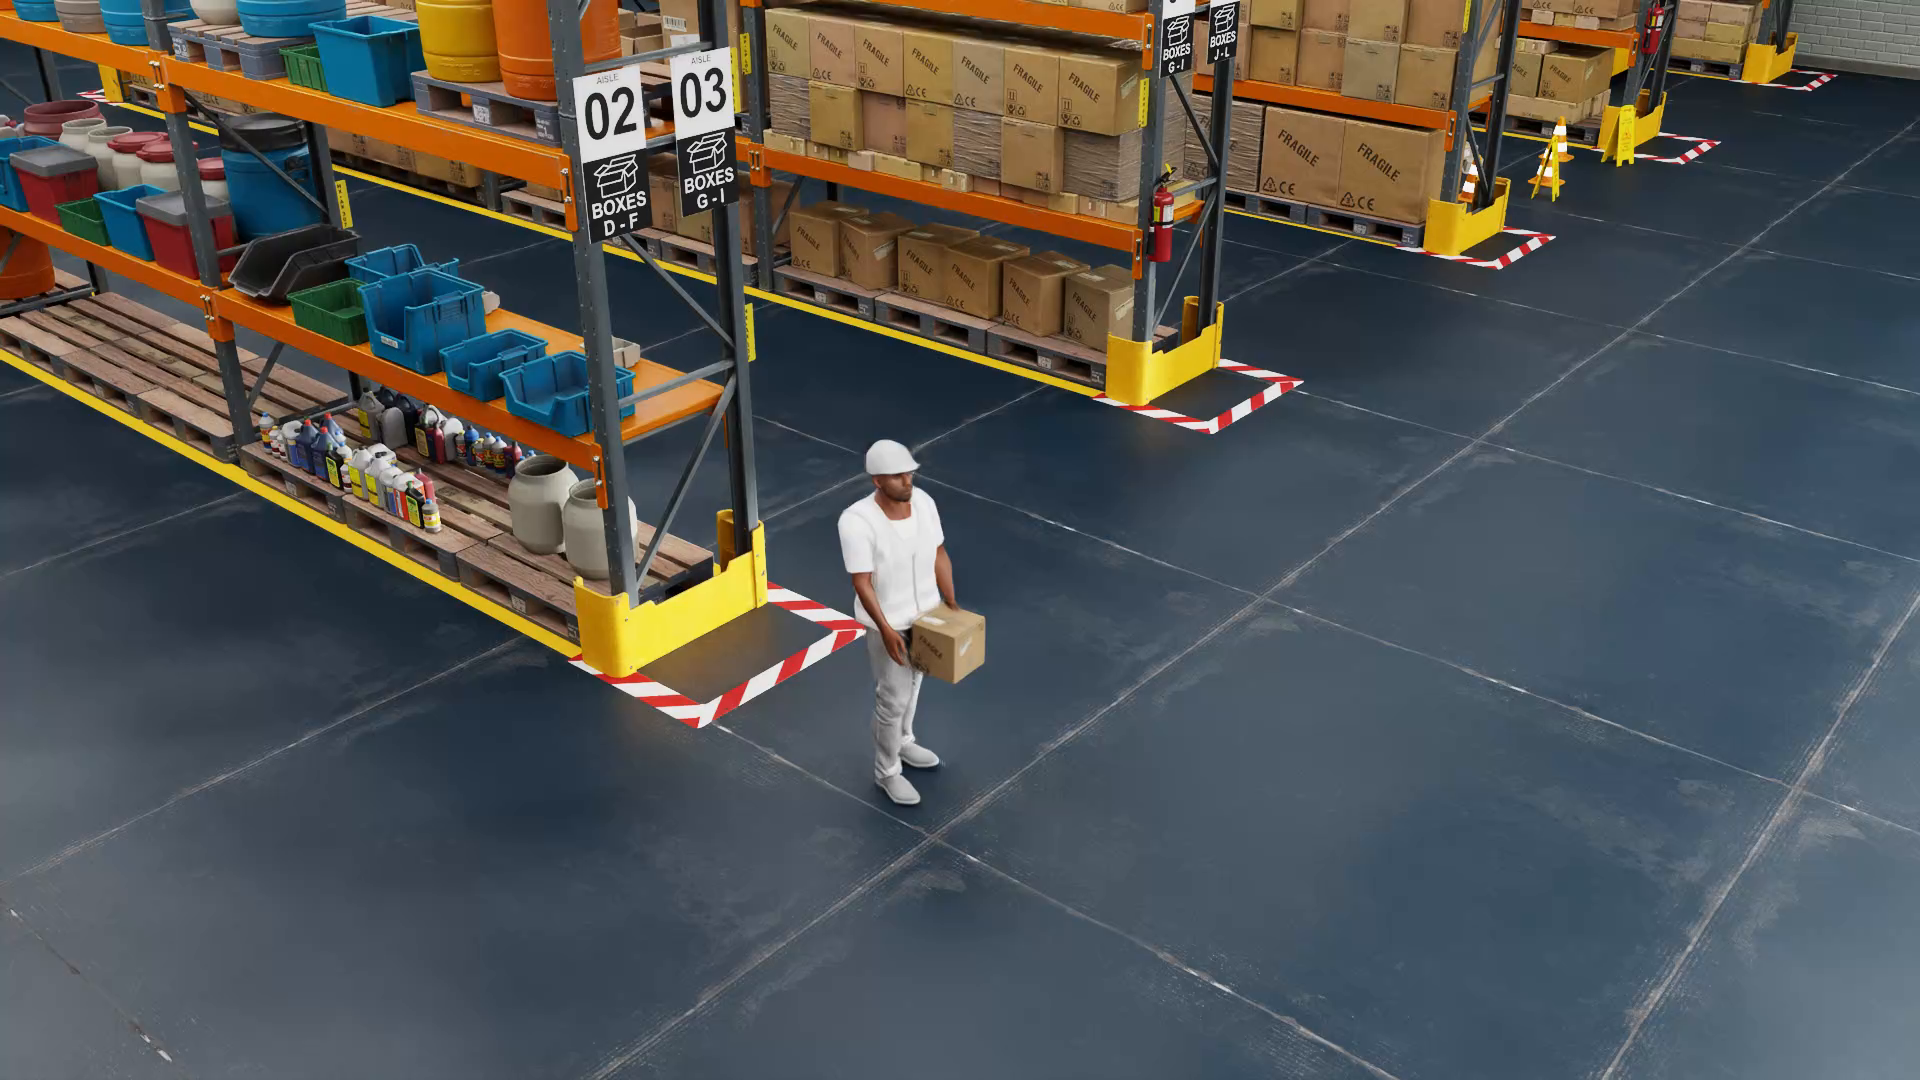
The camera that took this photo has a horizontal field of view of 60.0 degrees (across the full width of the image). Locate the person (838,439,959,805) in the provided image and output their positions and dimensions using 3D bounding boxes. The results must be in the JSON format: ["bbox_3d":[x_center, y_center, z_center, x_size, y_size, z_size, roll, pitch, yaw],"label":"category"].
[{"bbox_3d":[-0.248,0.369,7.872,0.560,1.767,0.493,-23,35,-37],"label":"person"}]
